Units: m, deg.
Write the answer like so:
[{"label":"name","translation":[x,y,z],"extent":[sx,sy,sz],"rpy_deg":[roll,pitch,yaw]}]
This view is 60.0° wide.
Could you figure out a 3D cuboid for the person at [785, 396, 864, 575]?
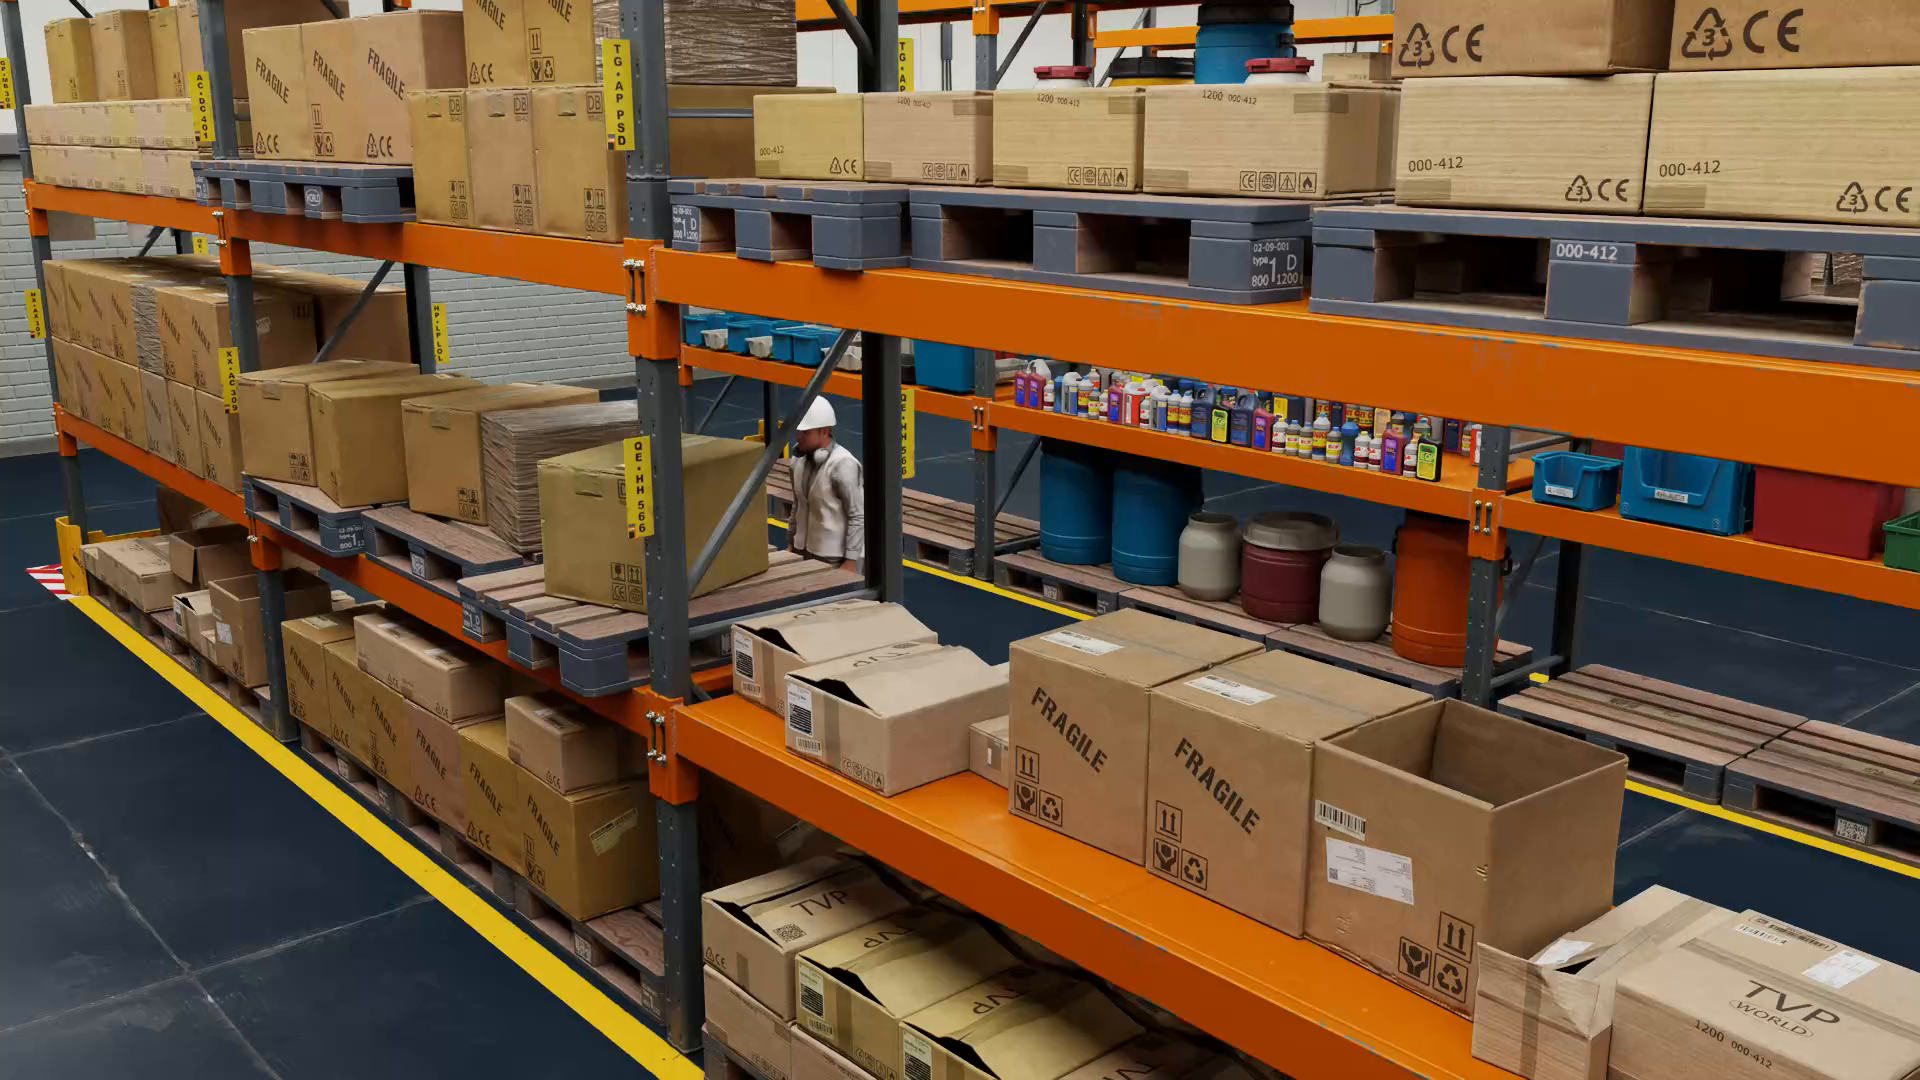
[{"label":"person","translation":[-0.749,0.081,9.123],"extent":[0.466,1.771,0.585],"rpy_deg":[-12,18,-40]}]
